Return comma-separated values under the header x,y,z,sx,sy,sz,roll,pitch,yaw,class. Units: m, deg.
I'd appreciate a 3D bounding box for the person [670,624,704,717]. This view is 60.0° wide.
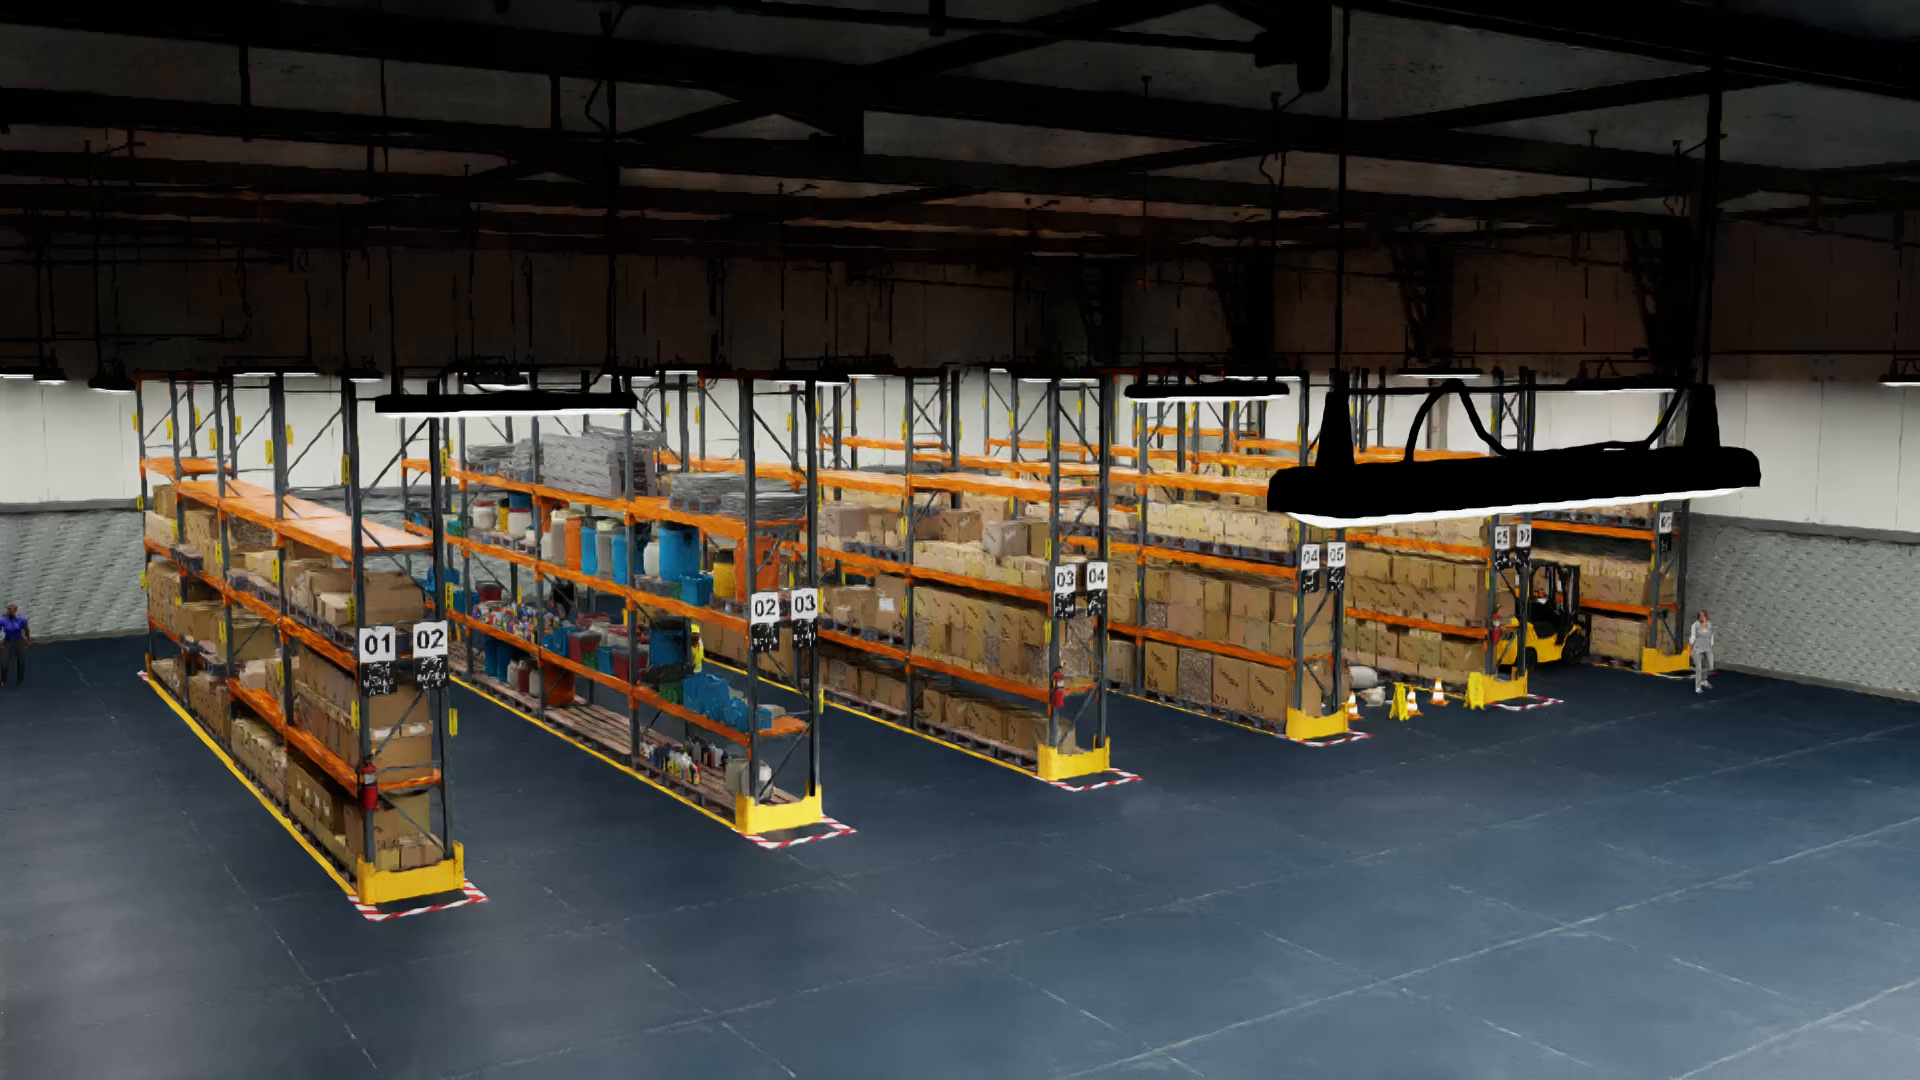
x,y,z,sx,sy,sz,roll,pitch,yaw,class
-4.600,2.263,28.526,0.598,1.690,1.094,-6,9,-43,person

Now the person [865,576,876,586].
x,y,z,sx,sy,sz,roll,pitch,yaw,class
-2.277,0.372,45.097,0.571,1.762,0.585,2,7,20,person

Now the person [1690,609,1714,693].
x,y,z,sx,sy,sz,roll,pitch,yaw,class
13.804,2.052,30.962,0.475,1.588,0.472,1,6,5,person

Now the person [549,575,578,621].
x,y,z,sx,sy,sz,roll,pitch,yaw,class
-8.733,1.360,36.725,0.553,1.673,1.030,-4,8,-35,person

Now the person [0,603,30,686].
x,y,z,sx,sy,sz,roll,pitch,yaw,class
-17.998,1.981,31.595,0.592,1.604,0.513,-5,8,-35,person
